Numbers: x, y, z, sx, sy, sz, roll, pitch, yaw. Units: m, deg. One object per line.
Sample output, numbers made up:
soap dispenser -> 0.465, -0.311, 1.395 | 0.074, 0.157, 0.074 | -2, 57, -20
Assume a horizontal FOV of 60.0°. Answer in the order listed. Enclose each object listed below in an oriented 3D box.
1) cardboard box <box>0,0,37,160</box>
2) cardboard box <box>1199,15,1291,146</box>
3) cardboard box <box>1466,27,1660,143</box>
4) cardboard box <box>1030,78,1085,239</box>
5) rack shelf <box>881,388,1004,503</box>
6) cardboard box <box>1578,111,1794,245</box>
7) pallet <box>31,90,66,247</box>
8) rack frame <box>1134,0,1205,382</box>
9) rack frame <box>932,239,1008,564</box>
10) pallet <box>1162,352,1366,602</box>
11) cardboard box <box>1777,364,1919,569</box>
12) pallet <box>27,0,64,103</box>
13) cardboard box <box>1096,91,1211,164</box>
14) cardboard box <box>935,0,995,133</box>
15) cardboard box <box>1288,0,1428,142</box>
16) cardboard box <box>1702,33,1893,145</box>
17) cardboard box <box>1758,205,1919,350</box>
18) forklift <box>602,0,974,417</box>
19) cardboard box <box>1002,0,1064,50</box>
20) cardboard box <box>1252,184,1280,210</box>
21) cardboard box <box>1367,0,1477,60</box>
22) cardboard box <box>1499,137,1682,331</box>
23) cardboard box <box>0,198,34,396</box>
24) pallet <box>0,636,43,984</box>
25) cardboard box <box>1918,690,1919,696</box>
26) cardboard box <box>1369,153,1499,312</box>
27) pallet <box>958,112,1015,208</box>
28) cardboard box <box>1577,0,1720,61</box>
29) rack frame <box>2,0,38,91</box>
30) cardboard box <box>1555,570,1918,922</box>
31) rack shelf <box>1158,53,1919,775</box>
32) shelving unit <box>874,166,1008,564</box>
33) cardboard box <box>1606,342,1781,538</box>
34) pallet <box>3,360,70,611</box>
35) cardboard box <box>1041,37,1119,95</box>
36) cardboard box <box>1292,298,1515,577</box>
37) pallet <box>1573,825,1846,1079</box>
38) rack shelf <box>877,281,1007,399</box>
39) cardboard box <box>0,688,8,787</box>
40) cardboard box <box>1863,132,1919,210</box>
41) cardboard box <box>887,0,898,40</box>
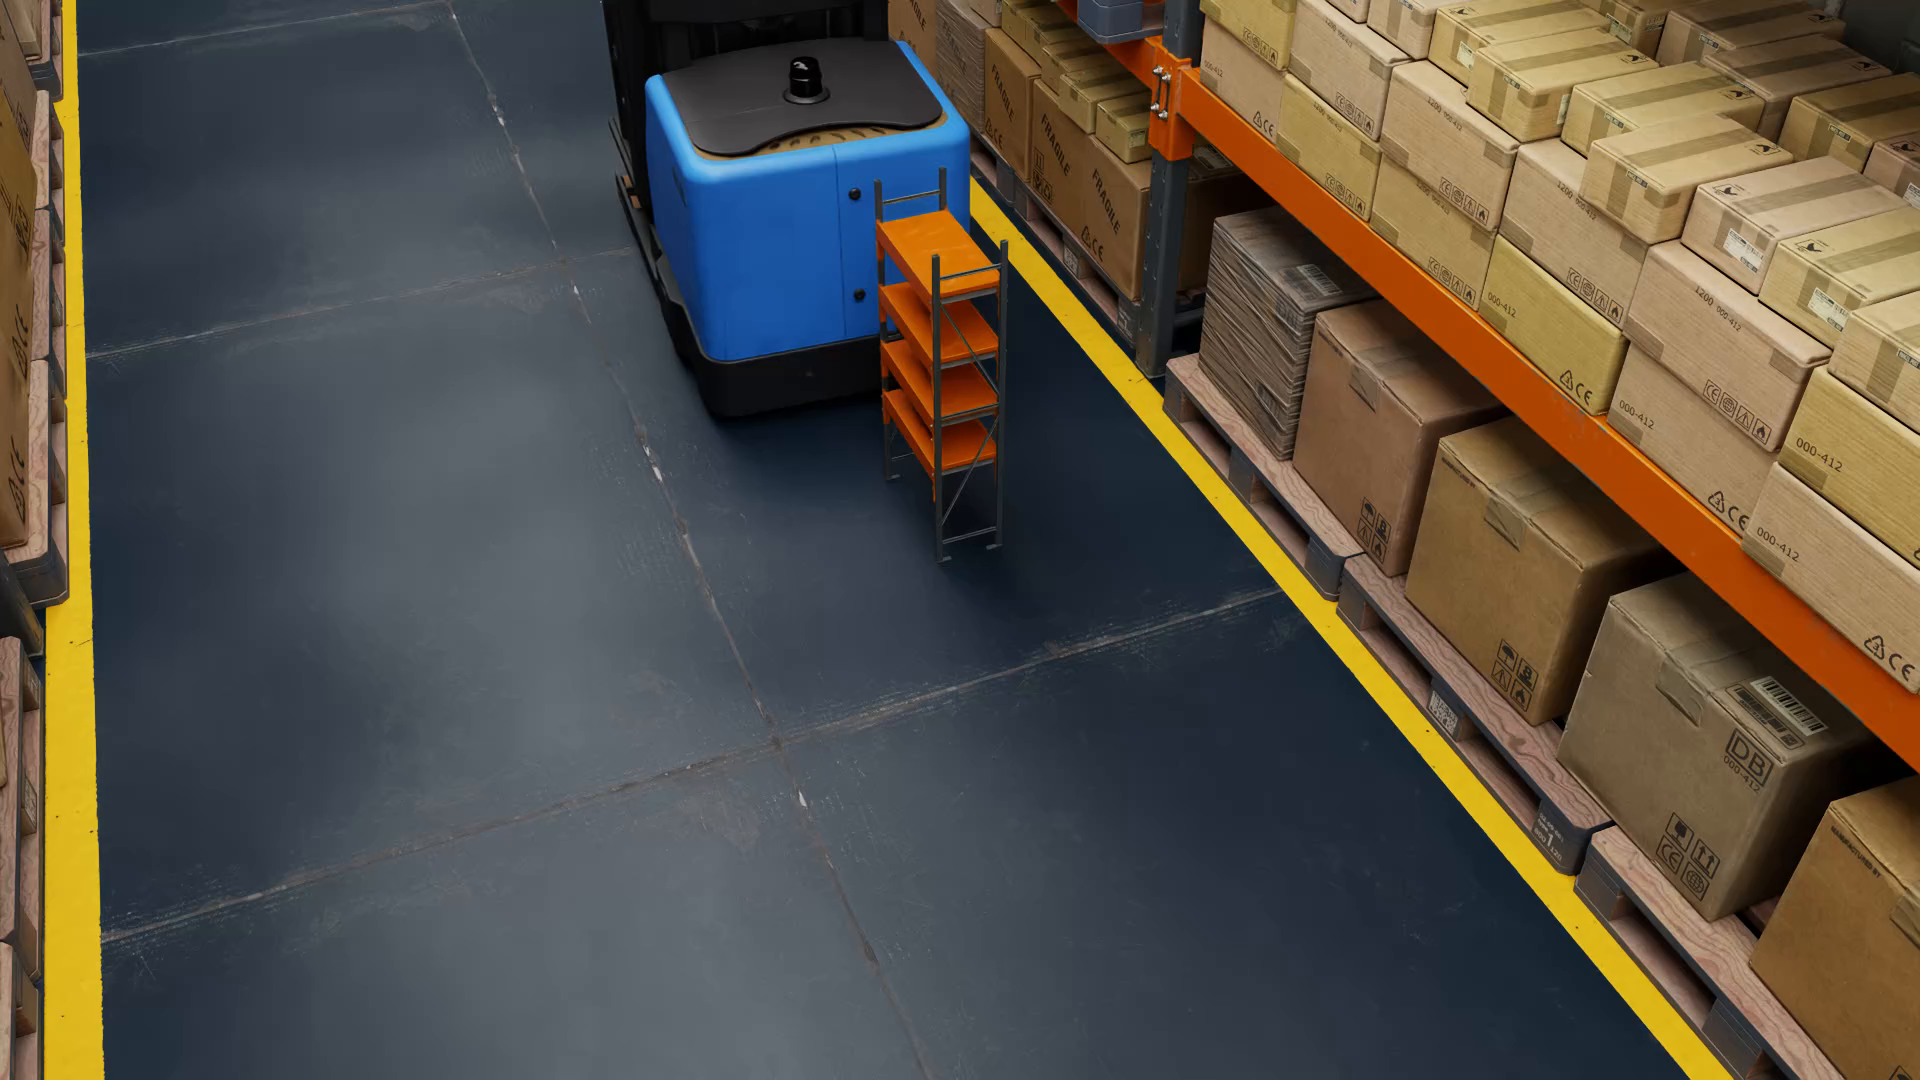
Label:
cardboard box -> -4.631, -2.085, 7.181 | 0.875, 0.875, 0.875 | -14, 43, -16
cardboard box -> 1.117, -1.530, 5.344 | 0.500, 0.250, 0.500 | -15, 43, -17
cardboard box -> 1.526, -1.159, 4.223 | 0.380, 0.149, 0.250 | -14, 43, -16
cardboard box -> 0.631, -1.632, 6.943 | 0.500, 0.500, 0.500 | -16, 43, -17
rack shelf -> -0.063, -0.353, 5.648 | 0.258, 0.148, 0.480 | -15, 43, -17
cardboard box -> 1.678, -0.843, 3.855 | 0.380, 0.149, 0.250 | -16, 43, -18
pallet -> -4.577, -1.581, 7.427 | 1.003, 0.211, 1.213 | -15, 43, -17
rack frame -> 1.173, -1.916, 5.677 | 1.000, 3.000, 0.127 | -15, 43, -17
rack frame -> 0.030, -0.408, 5.304 | 0.240, 1.200, 0.015 | -15, 43, -17
pallet -> 1.452, -0.353, 5.998 | 1.003, 0.211, 1.213 | -15, 43, -17
cardboard box -> 2.076, -0.179, 3.389 | 0.500, 0.250, 0.500 | -16, 43, -18
pallet -> -5.161, -2.505, 8.501 | 1.003, 0.211, 1.213 | -15, 43, -17
cardboard box -> 0.750, -1.607, 6.416 | 0.380, 0.149, 0.250 | -17, 44, -19
cardboard box -> 0.212, -2.255, 7.667 | 0.500, 0.500, 0.500 | -17, 43, -18
cardboard box -> 1.308, -1.418, 4.830 | 0.500, 0.250, 0.500 | -14, 43, -16
cardboard box -> 2.090, -1.134, 4.194 | 0.380, 0.149, 0.250 | -14, 43, -16
cardboard box -> 1.942, -0.550, 3.515 | 0.380, 0.149, 0.250 | -16, 43, -18
forklift -> -0.900, -2.540, 6.456 | 1.130, 2.935, 3.031 | -12, 42, -14
cardboard box -> 0.402, -2.254, 7.168 | 0.380, 0.149, 0.250 | -16, 43, -17
cardboard box -> 1.271, -1.451, 6.732 | 0.500, 0.500, 0.500 | -14, 43, -15
cardboard box -> 1.360, -1.471, 4.585 | 0.380, 0.149, 0.250 | -15, 43, -16
cardboard box -> 1.710, -0.797, 4.108 | 0.500, 0.250, 0.500 | -15, 43, -16
cardboard box -> -3.936, -1.004, 5.924 | 0.875, 0.875, 0.875 | -15, 43, -16
pallet -> -3.114, 0.853, 4.596 | 1.003, 0.211, 1.213 | -15, 43, -17
cardboard box -> 2.269, 0.313, 3.201 | 0.500, 0.250, 0.500 | -14, 43, -16
cardboard box -> 1.508, -0.918, 4.632 | 0.500, 0.250, 0.500 | -16, 43, -18
pallet -> 0.459, -2.051, 7.973 | 1.003, 0.211, 1.213 | -15, 43, -17
cardboard box -> 1.917, -1.446, 4.556 | 0.380, 0.149, 0.250 | -15, 43, -17
rack frame -> -4.942, -3.085, 7.036 | 1.000, 3.000, 0.127 | -15, 43, -17
cardboard box -> 2.204, 0.454, 4.420 | 0.875, 0.625, 0.625 | -16, 43, -17
rack shelf -> 1.938, -0.438, 4.510 | 1.077, 0.370, 4.000 | -15, 43, -17
shelving unit -> -0.063, -0.555, 5.475 | 0.258, 1.200, 0.503 | -15, 43, -17
cardboard box -> 1.910, -0.296, 3.908 | 0.500, 0.250, 0.500 | -15, 43, -17
pallet -> -3.644, -0.111, 5.718 | 1.003, 0.211, 1.213 | -15, 43, -17
cardboard box -> 0.557, -1.934, 6.796 | 0.380, 0.149, 0.250 | -16, 43, -18
cardboard box -> 1.656, -0.404, 5.418 | 0.875, 0.625, 0.625 | -14, 43, -15
pallet -> 2.386, 1.117, 4.289 | 1.003, 0.211, 1.213 | -15, 43, -17
rack shelf -> -0.063, -0.673, 5.373 | 0.258, 0.148, 0.480 | -15, 43, -17
cardboard box -> -3.205, 0.505, 4.555 | 0.950, 0.372, 0.625 | -18, 44, -20
cardboard box -> 2.328, -0.836, 3.848 | 0.380, 0.149, 0.250 | -15, 43, -17
cardboard box -> -0.167, -2.871, 8.383 | 0.500, 0.500, 0.500 | -16, 43, -17
